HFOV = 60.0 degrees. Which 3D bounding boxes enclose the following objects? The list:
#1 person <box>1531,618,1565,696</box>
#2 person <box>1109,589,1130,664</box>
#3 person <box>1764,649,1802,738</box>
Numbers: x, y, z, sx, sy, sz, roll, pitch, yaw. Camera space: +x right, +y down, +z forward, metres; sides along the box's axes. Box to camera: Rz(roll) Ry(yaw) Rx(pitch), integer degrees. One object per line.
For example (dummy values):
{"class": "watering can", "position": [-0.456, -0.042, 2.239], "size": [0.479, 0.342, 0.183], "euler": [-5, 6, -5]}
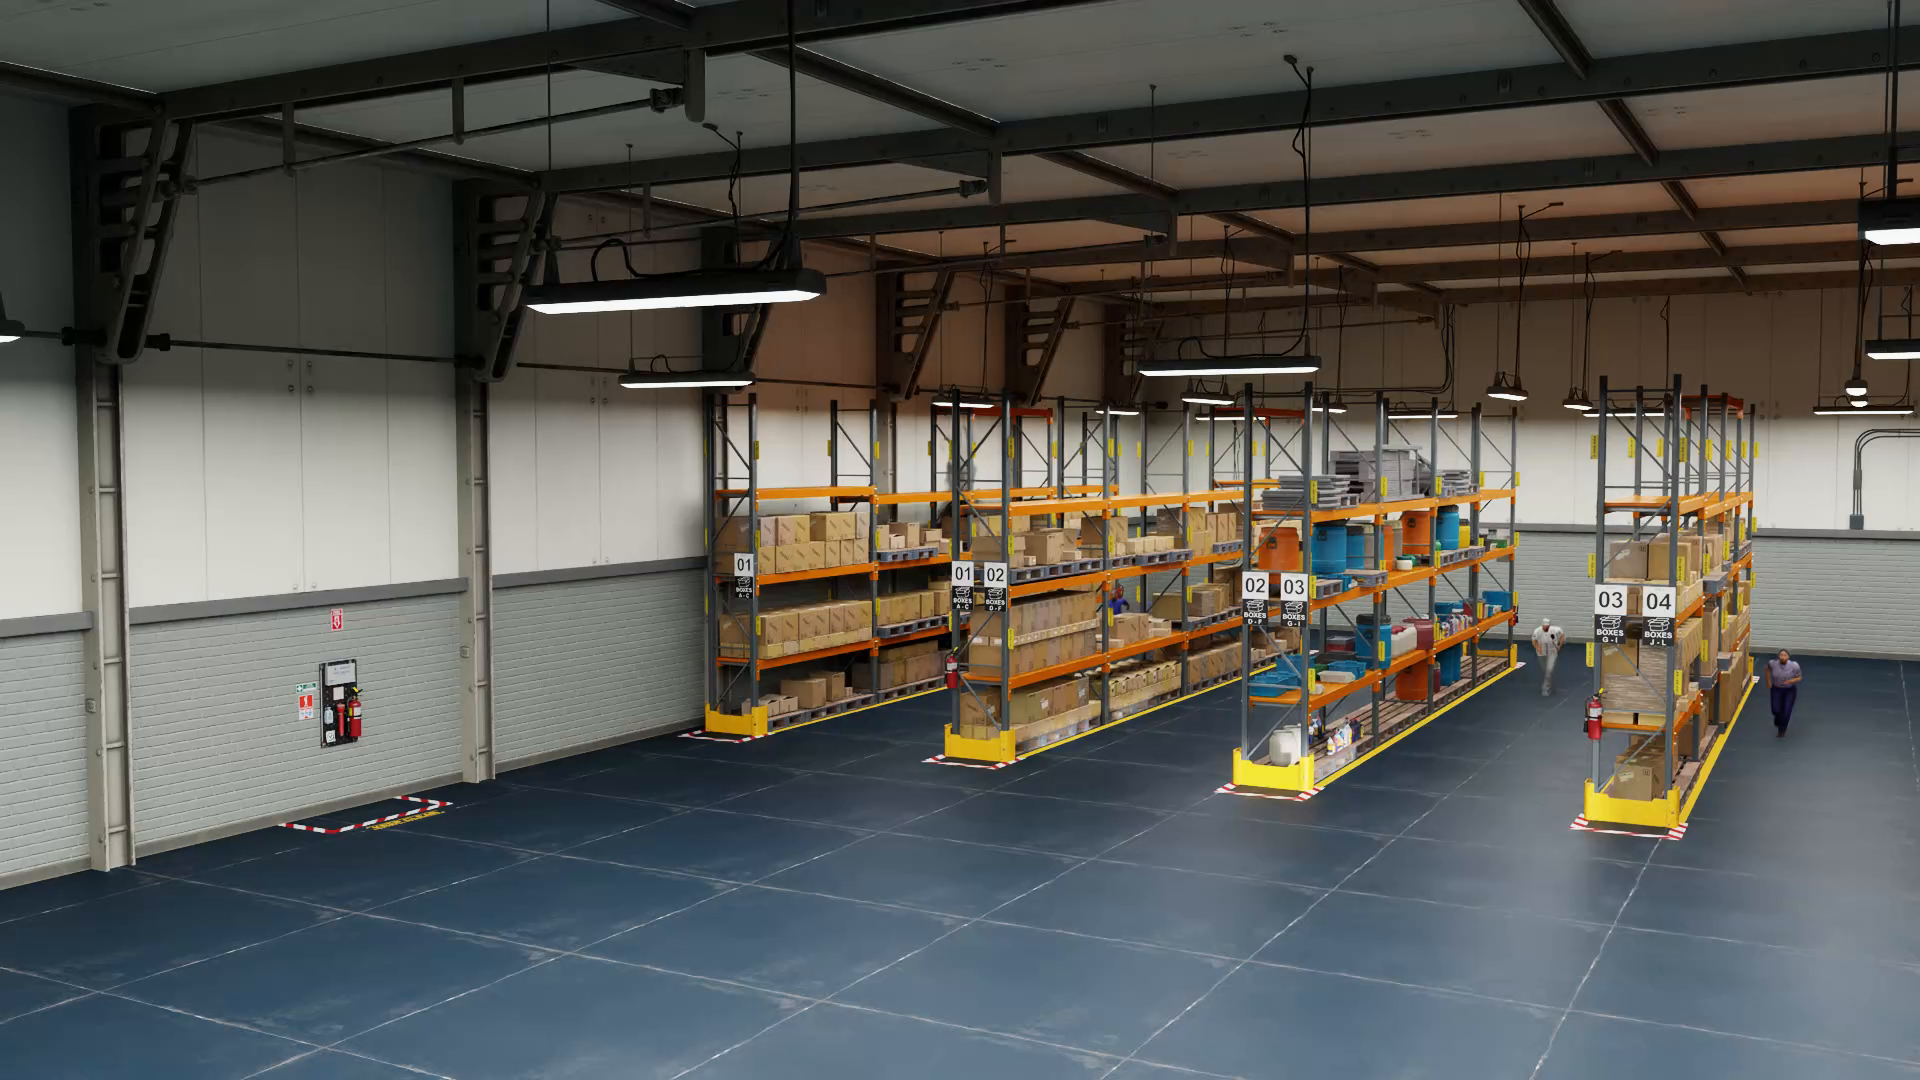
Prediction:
{"class": "person", "position": [12.102, 2.385, 34.237], "size": [0.639, 1.627, 1.026], "euler": [1, 3, 22]}
{"class": "person", "position": [3.560, 1.950, 37.920], "size": [0.577, 1.686, 0.923], "euler": [1, 3, 25]}
{"class": "person", "position": [14.300, 2.666, 28.924], "size": [0.592, 1.576, 0.666], "euler": [2, 3, 28]}
